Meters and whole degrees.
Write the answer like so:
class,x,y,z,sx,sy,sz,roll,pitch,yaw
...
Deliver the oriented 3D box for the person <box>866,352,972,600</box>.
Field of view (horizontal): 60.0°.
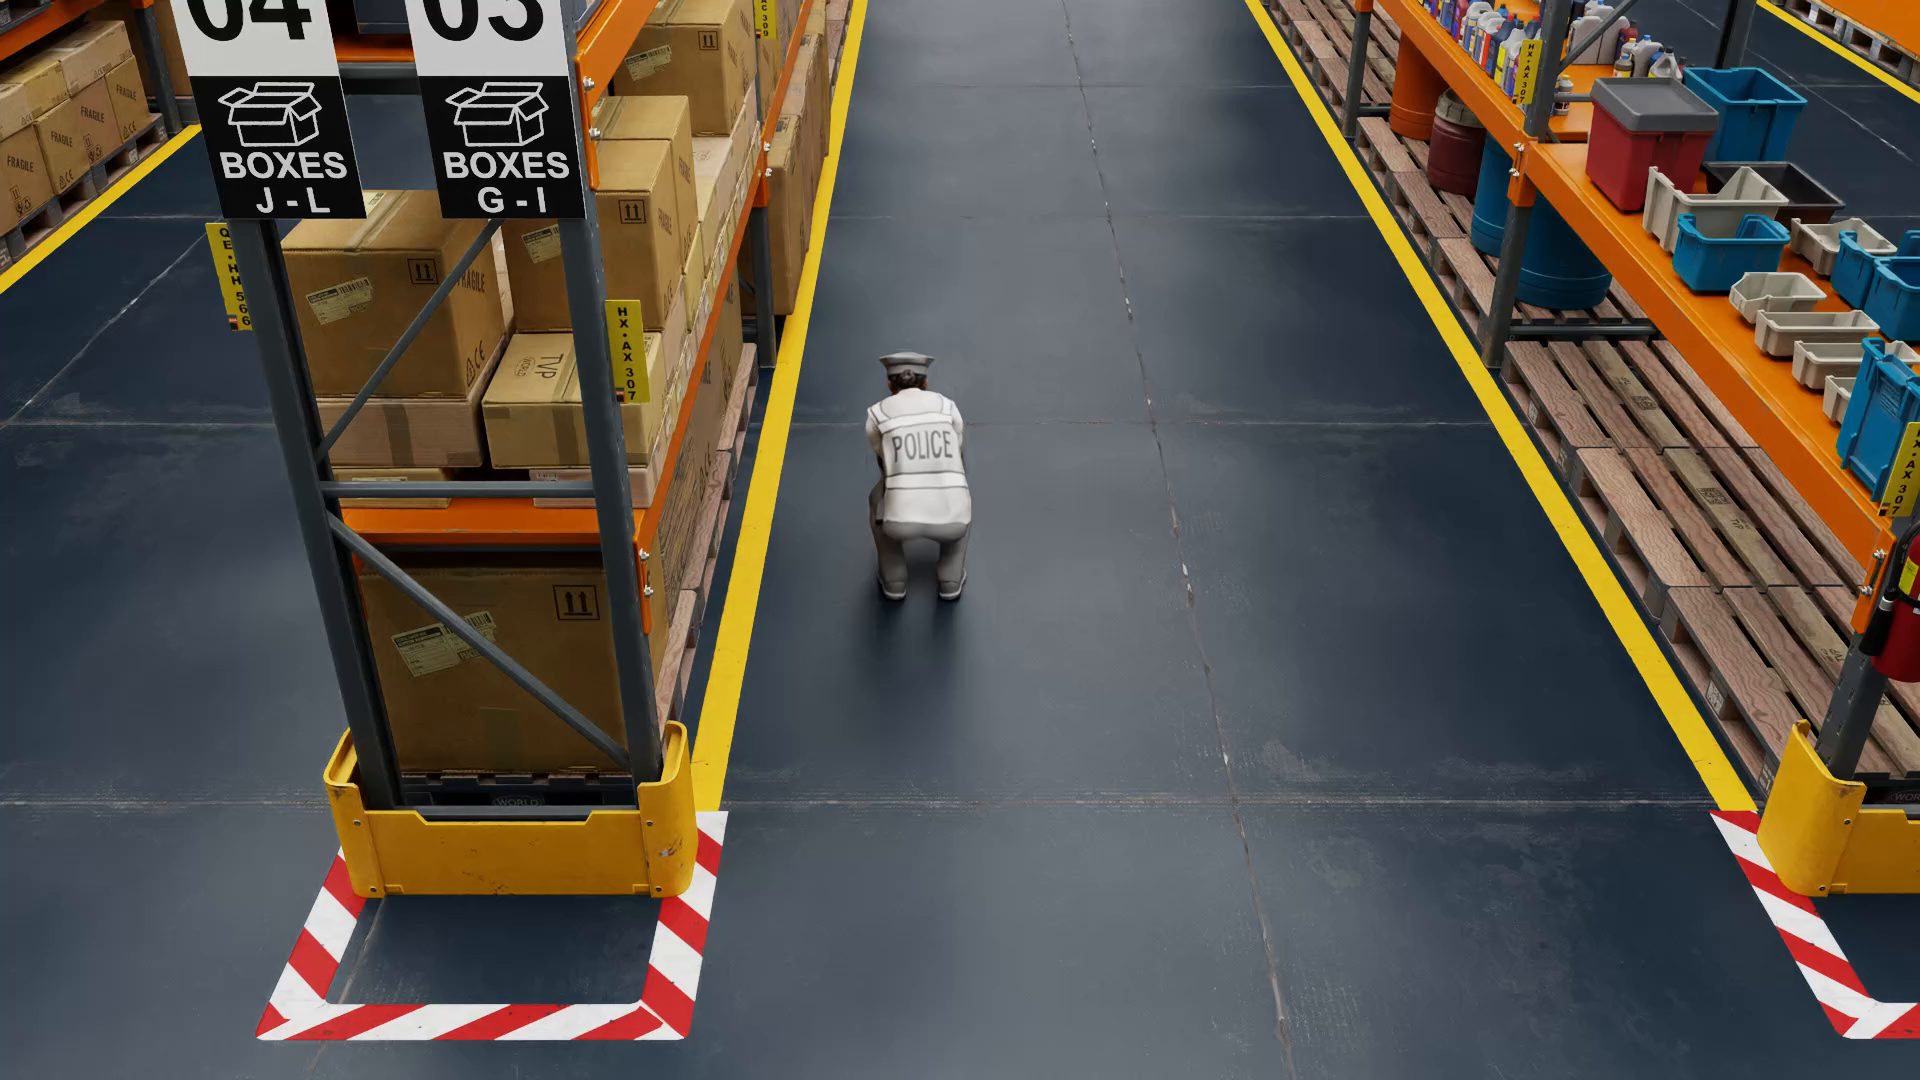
class,x,y,z,sx,sy,sz,roll,pitch,yaw
person,-0.174,-0.286,7.265,0.463,0.978,0.857,-1,32,-1
